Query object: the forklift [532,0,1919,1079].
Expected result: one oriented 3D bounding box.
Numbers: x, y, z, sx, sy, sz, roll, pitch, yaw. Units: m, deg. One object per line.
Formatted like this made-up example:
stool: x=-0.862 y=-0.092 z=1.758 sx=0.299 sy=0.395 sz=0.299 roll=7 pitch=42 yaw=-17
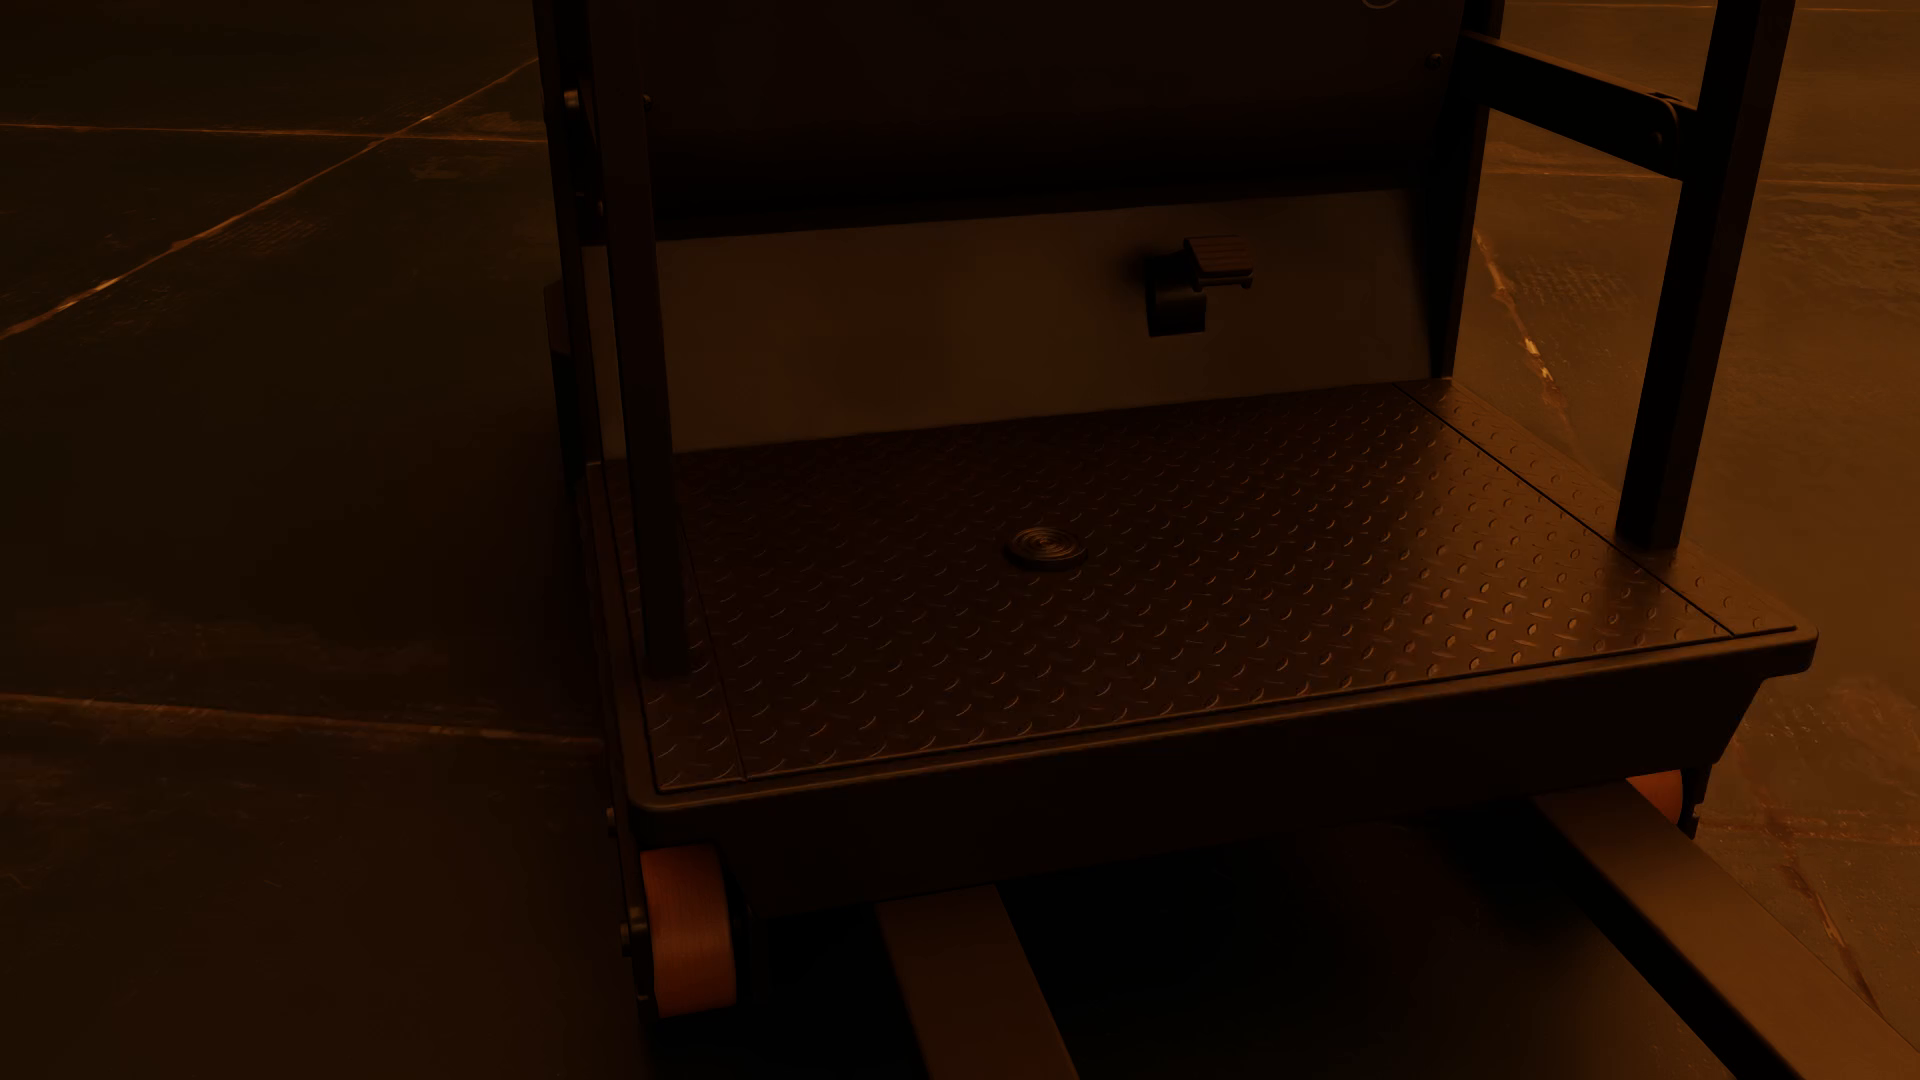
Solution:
forklift: x=0.153 y=-1.049 z=1.319 sx=1.130 sy=2.935 sz=3.031 roll=-7 pitch=27 yaw=-13
